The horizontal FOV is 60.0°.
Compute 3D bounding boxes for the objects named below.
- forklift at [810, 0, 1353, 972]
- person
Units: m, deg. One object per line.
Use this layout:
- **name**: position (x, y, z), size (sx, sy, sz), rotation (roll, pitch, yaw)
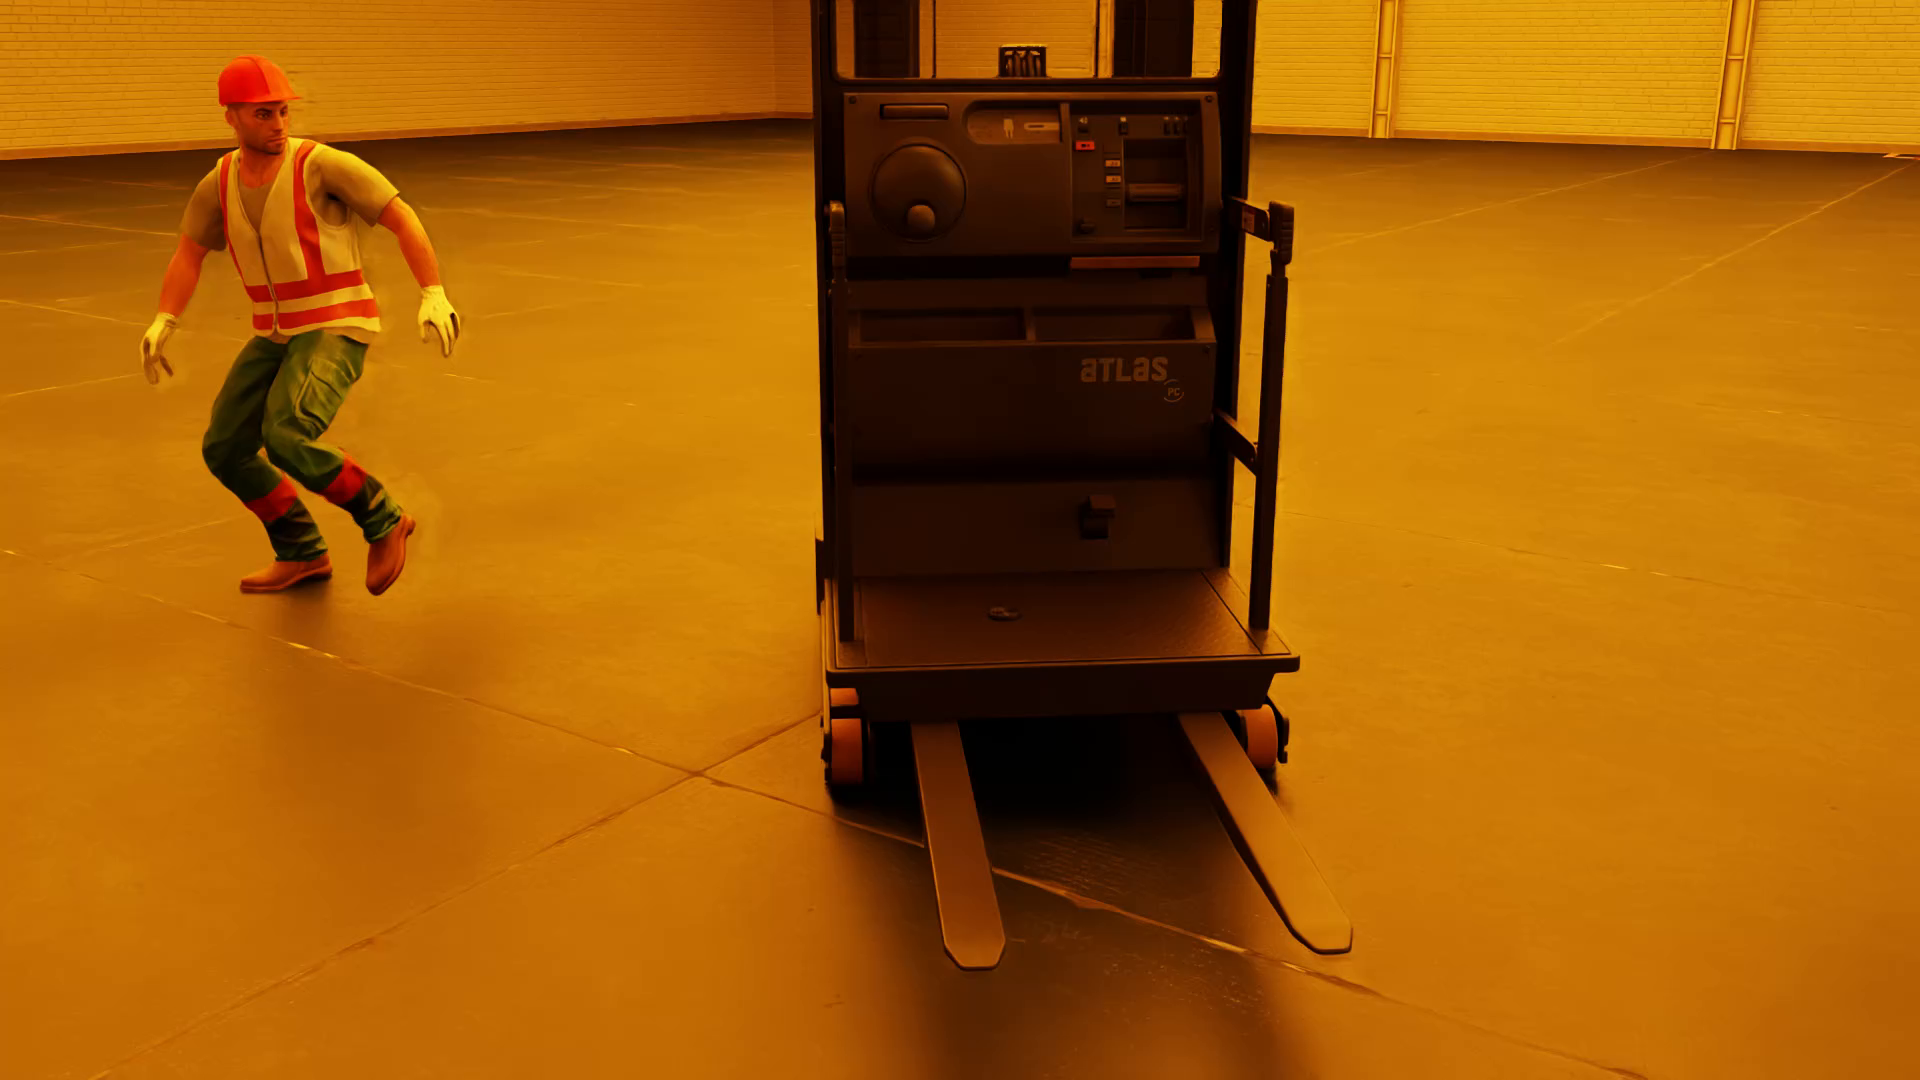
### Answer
- **forklift**: position (0.201, -0.915, 3.894), size (1.130, 2.935, 3.031), rotation (-1, 17, -5)
- **person**: position (-2.063, -0.632, 5.160), size (0.831, 1.676, 0.621), rotation (9, 19, 27)
